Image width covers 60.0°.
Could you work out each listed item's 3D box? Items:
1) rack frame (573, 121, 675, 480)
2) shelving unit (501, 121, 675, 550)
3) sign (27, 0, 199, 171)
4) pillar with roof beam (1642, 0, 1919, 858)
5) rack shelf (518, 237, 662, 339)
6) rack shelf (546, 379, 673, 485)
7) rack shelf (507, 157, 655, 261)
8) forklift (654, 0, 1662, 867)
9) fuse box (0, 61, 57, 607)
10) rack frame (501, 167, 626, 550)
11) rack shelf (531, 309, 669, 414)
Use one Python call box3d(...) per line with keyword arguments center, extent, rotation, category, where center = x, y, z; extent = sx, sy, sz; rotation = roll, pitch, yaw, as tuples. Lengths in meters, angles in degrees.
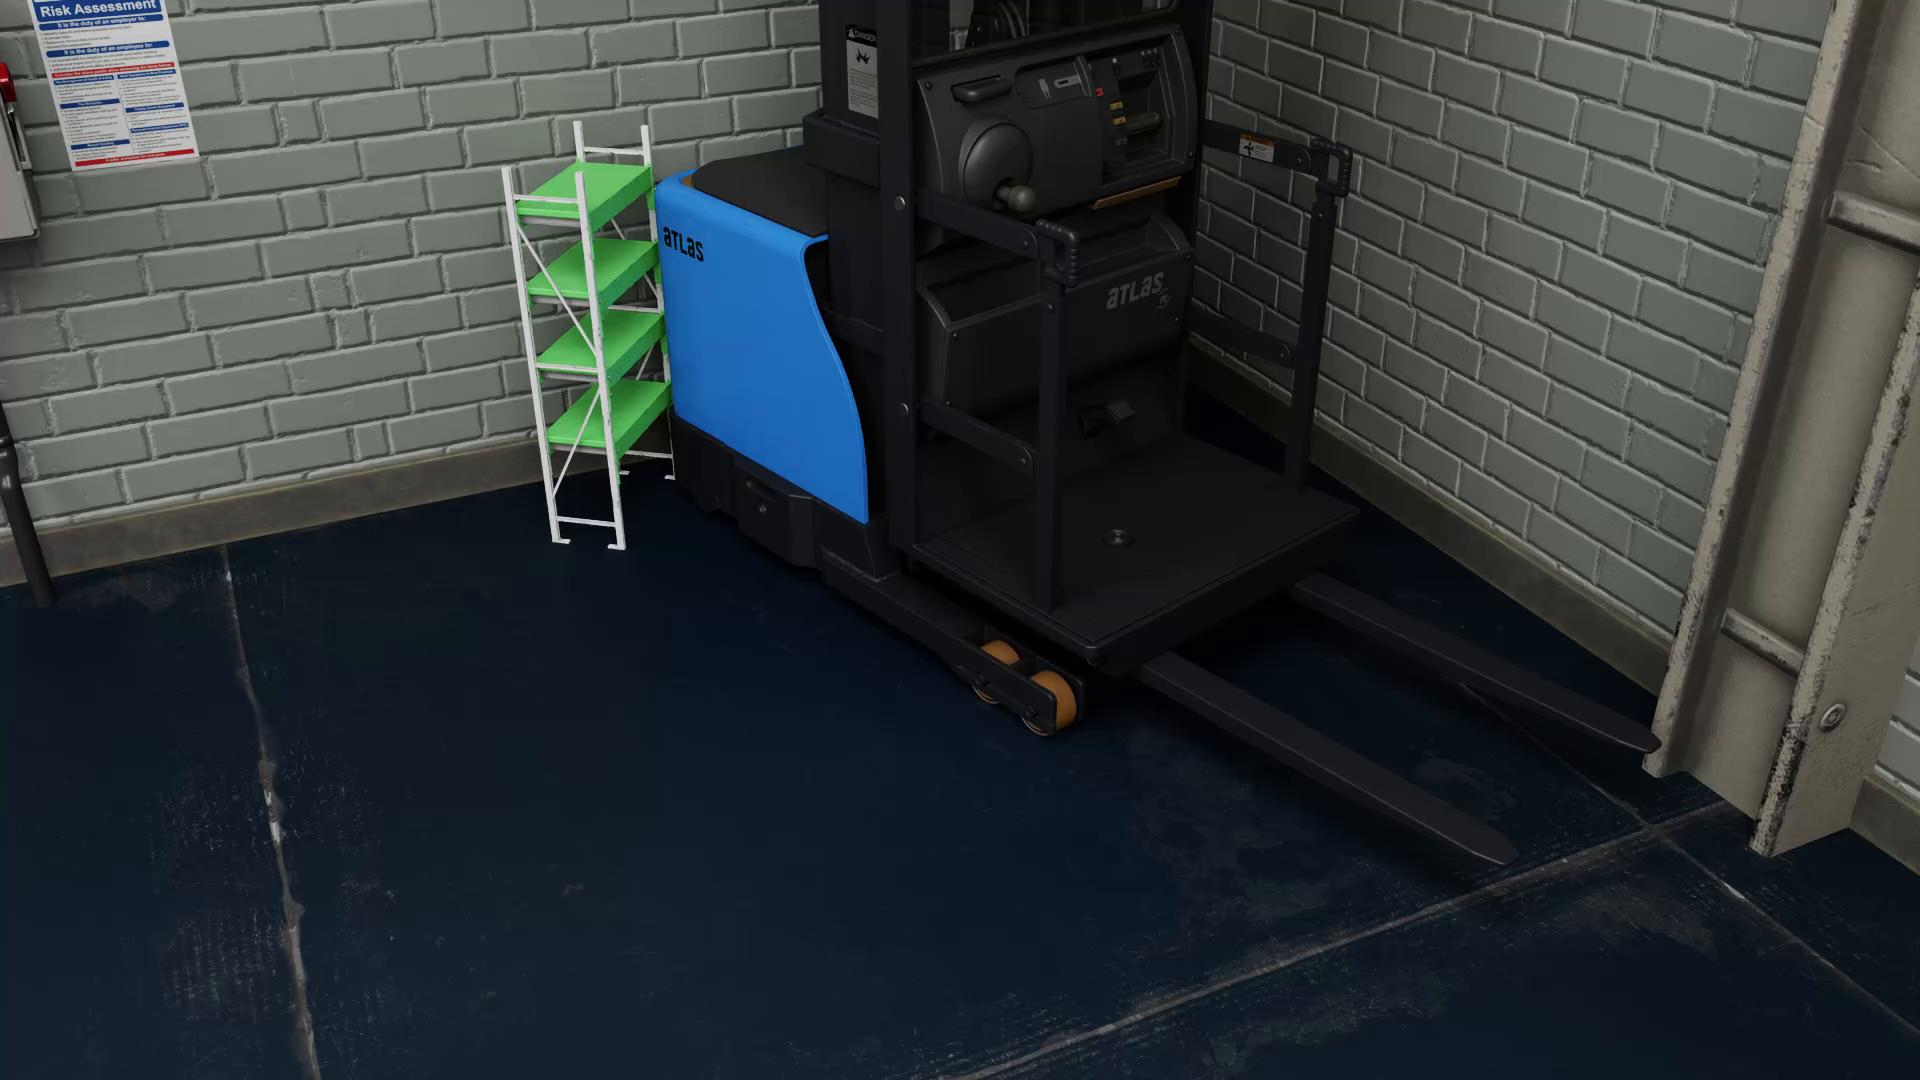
box3d(center=(-1.060, -0.741, 5.345), extent=(0.240, 1.200, 0.015), rotation=(6, 30, 11), category="rack frame")
box3d(center=(-1.112, -0.625, 5.137), extent=(0.258, 1.200, 0.503), rotation=(6, 30, 11), category="shelving unit")
box3d(center=(-2.311, -1.271, 4.547), extent=(0.329, 0.494, 0.001), rotation=(-13, 32, -22), category="sign")
box3d(center=(-1.936, -2.392, 0.315), extent=(9.100, 9.000, 0.400), rotation=(-13, 32, -22), category="pillar with roof beam")
box3d(center=(-1.112, -0.778, 5.051), extent=(0.258, 0.148, 0.480), rotation=(6, 30, 11), category="rack shelf")
box3d(center=(-1.112, -0.360, 5.286), extent=(0.258, 0.148, 0.480), rotation=(6, 30, 11), category="rack shelf")
box3d(center=(-1.112, -0.988, 4.934), extent=(0.258, 0.148, 0.480), rotation=(6, 30, 11), category="rack shelf")
box3d(center=(0.413, -1.050, 4.126), extent=(1.130, 2.935, 3.031), rotation=(-23, 37, -35), category="forklift")
box3d(center=(-2.668, -0.555, 4.491), extent=(0.539, 1.711, 0.414), rotation=(-13, 32, -22), category="fuse box")
box3d(center=(-1.164, -0.508, 4.929), extent=(0.240, 1.200, 0.015), rotation=(6, 30, 11), category="rack frame")
box3d(center=(-1.112, -0.569, 5.168), extent=(0.258, 0.148, 0.480), rotation=(6, 30, 11), category="rack shelf")
